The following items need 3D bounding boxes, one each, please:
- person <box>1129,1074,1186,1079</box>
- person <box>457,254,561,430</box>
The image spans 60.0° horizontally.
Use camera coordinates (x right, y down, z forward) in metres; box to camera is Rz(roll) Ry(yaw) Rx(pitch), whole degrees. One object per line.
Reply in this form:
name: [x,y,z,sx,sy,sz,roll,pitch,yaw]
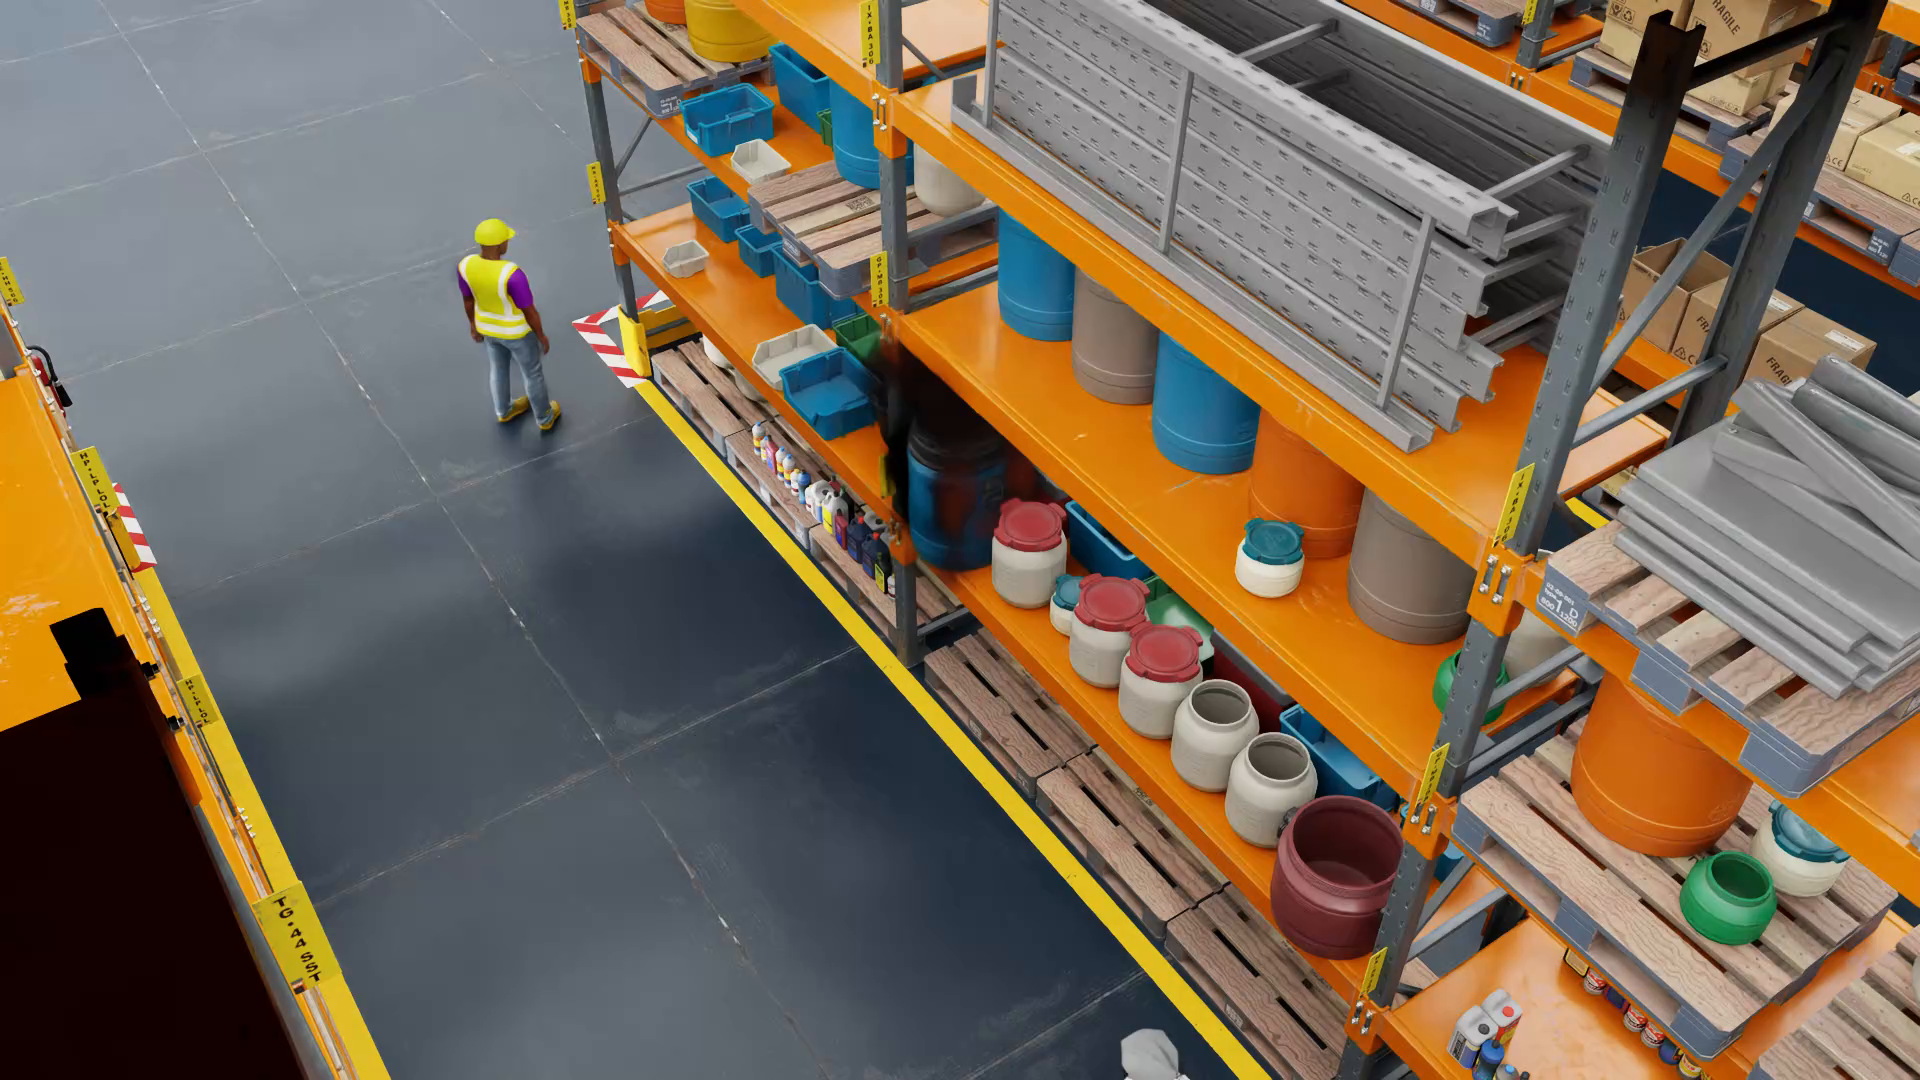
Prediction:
person: [0.822,2.778,7.518,0.558,1.565,0.974,-22,47,-22]
person: [-3.285,-1.481,12.238,0.583,1.521,0.427,13,44,13]
